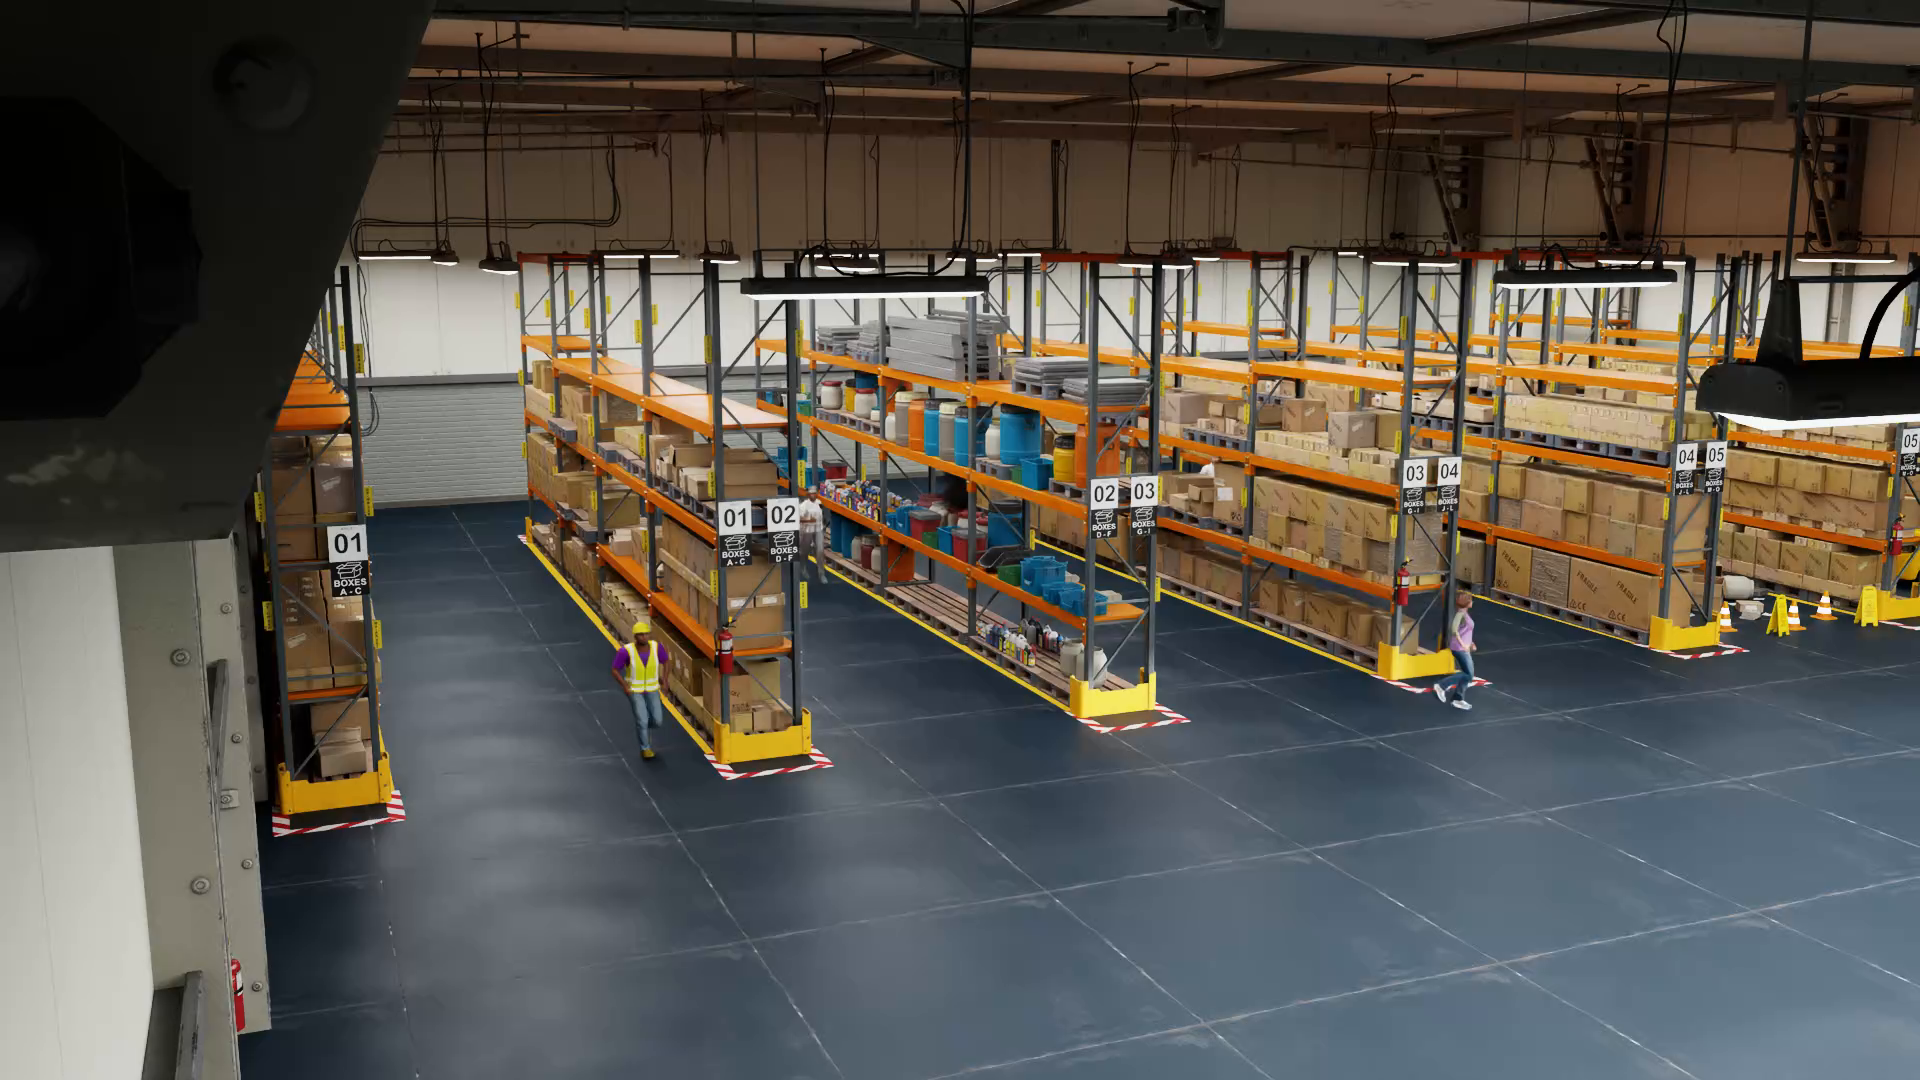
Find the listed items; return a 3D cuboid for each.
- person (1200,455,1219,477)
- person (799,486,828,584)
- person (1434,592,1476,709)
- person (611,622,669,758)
[{"bbox_3d":[5.466,-1.004,35.703,0.725,1.753,0.985,-4,11,-22],"label":"person"},{"bbox_3d":[-2.628,-0.123,29.641,0.576,1.711,0.862,-5,12,-26],"label":"person"},{"bbox_3d":[6.767,1.486,22.675,0.524,1.558,0.575,3,11,16],"label":"person"},{"bbox_3d":[-3.881,1.828,20.307,0.730,1.724,0.616,-5,11,-25],"label":"person"}]
